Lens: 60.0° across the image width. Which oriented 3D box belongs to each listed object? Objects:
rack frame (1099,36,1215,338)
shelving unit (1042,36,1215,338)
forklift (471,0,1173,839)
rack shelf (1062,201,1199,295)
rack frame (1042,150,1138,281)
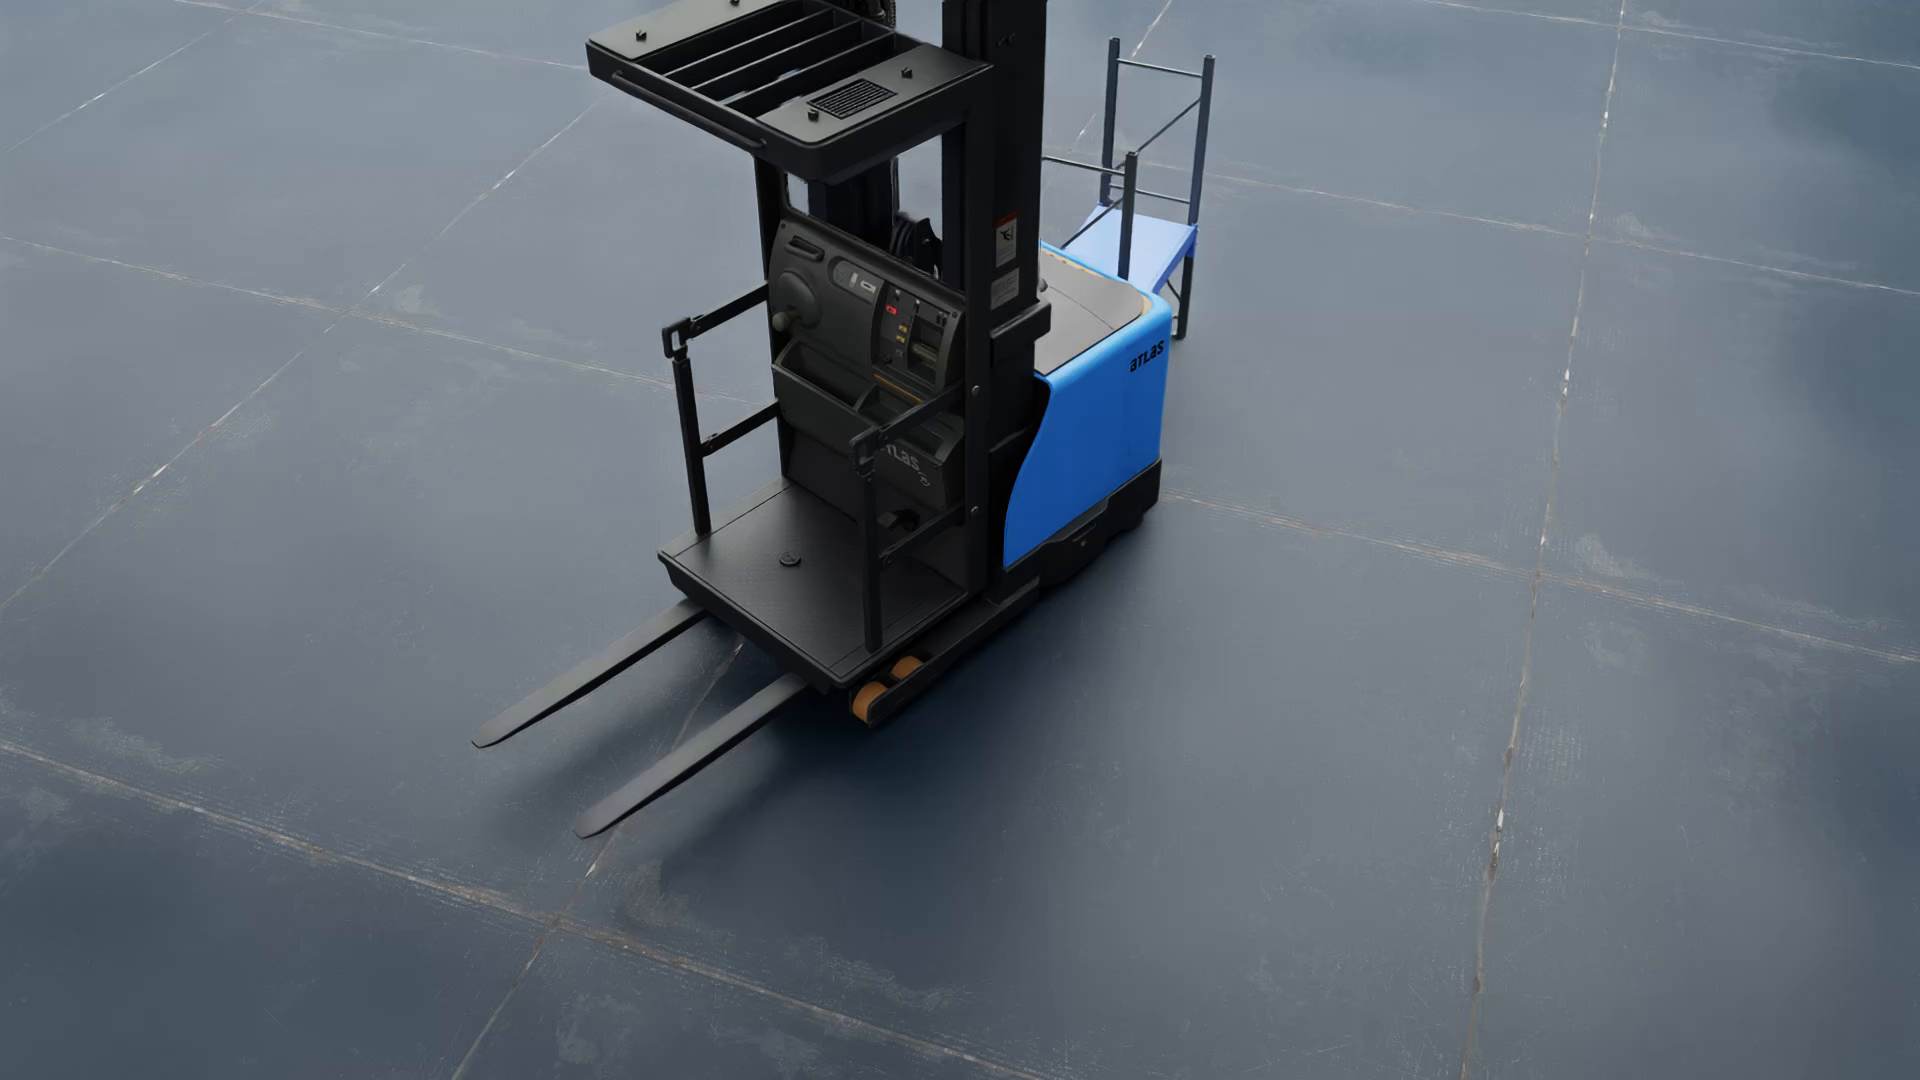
[{"bbox_3d":[0.919,-1.672,8.054,0.500,1.500,0.032,17,43,18],"label":"rack frame"},{"bbox_3d":[0.707,-1.372,7.703,0.538,1.500,1.048,17,43,18],"label":"shelving unit"},{"bbox_3d":[-0.499,-0.781,5.907,1.130,2.935,3.031,32,50,32],"label":"forklift"},{"bbox_3d":[0.707,-1.235,7.820,0.538,0.185,1.000,17,43,18],"label":"rack shelf"},{"bbox_3d":[0.496,-1.072,7.351,0.500,1.500,0.032,17,43,18],"label":"rack frame"}]
